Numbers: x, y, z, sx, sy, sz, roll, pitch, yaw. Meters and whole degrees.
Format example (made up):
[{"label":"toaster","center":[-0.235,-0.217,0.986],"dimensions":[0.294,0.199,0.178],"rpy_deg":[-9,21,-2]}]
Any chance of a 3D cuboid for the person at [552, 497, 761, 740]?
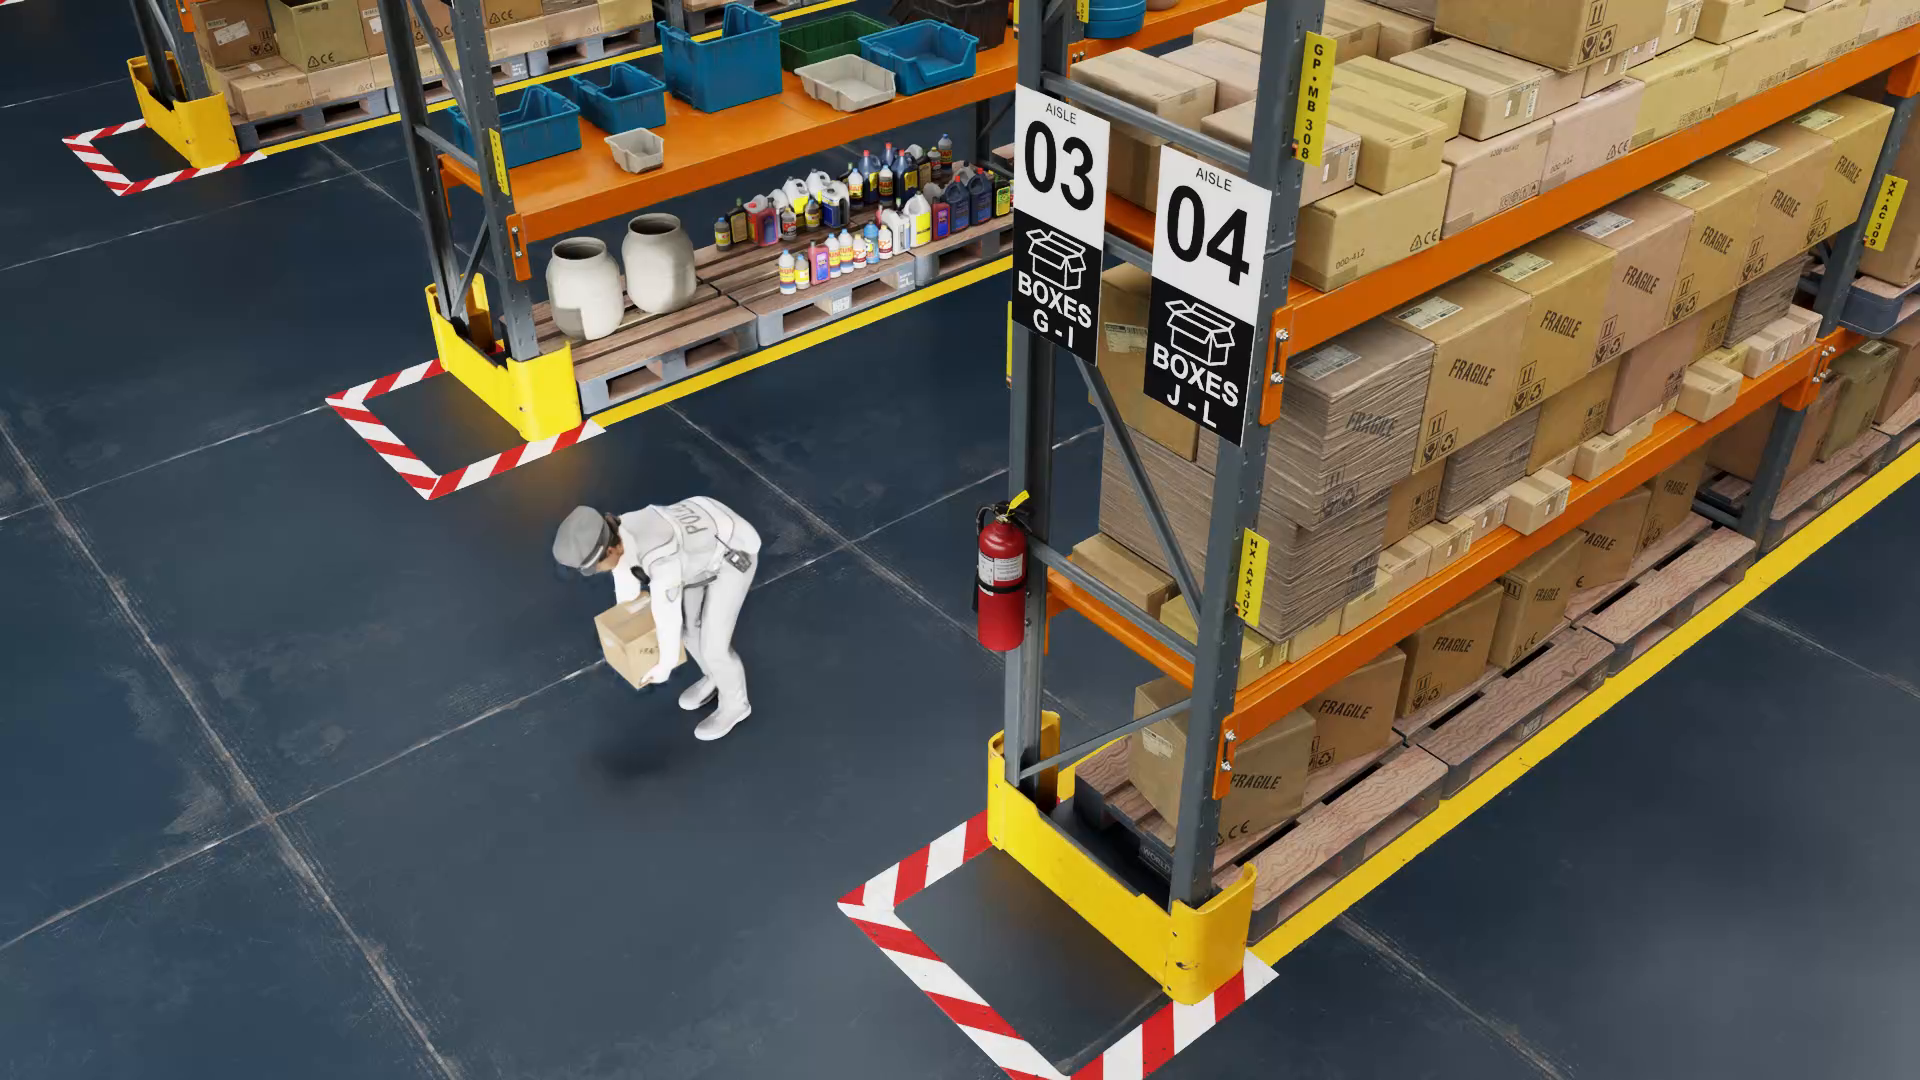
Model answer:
[{"label":"person","center":[-1.227,0.313,6.956],"dimensions":[0.885,1.306,0.409],"rpy_deg":[-28,44,-32]}]
